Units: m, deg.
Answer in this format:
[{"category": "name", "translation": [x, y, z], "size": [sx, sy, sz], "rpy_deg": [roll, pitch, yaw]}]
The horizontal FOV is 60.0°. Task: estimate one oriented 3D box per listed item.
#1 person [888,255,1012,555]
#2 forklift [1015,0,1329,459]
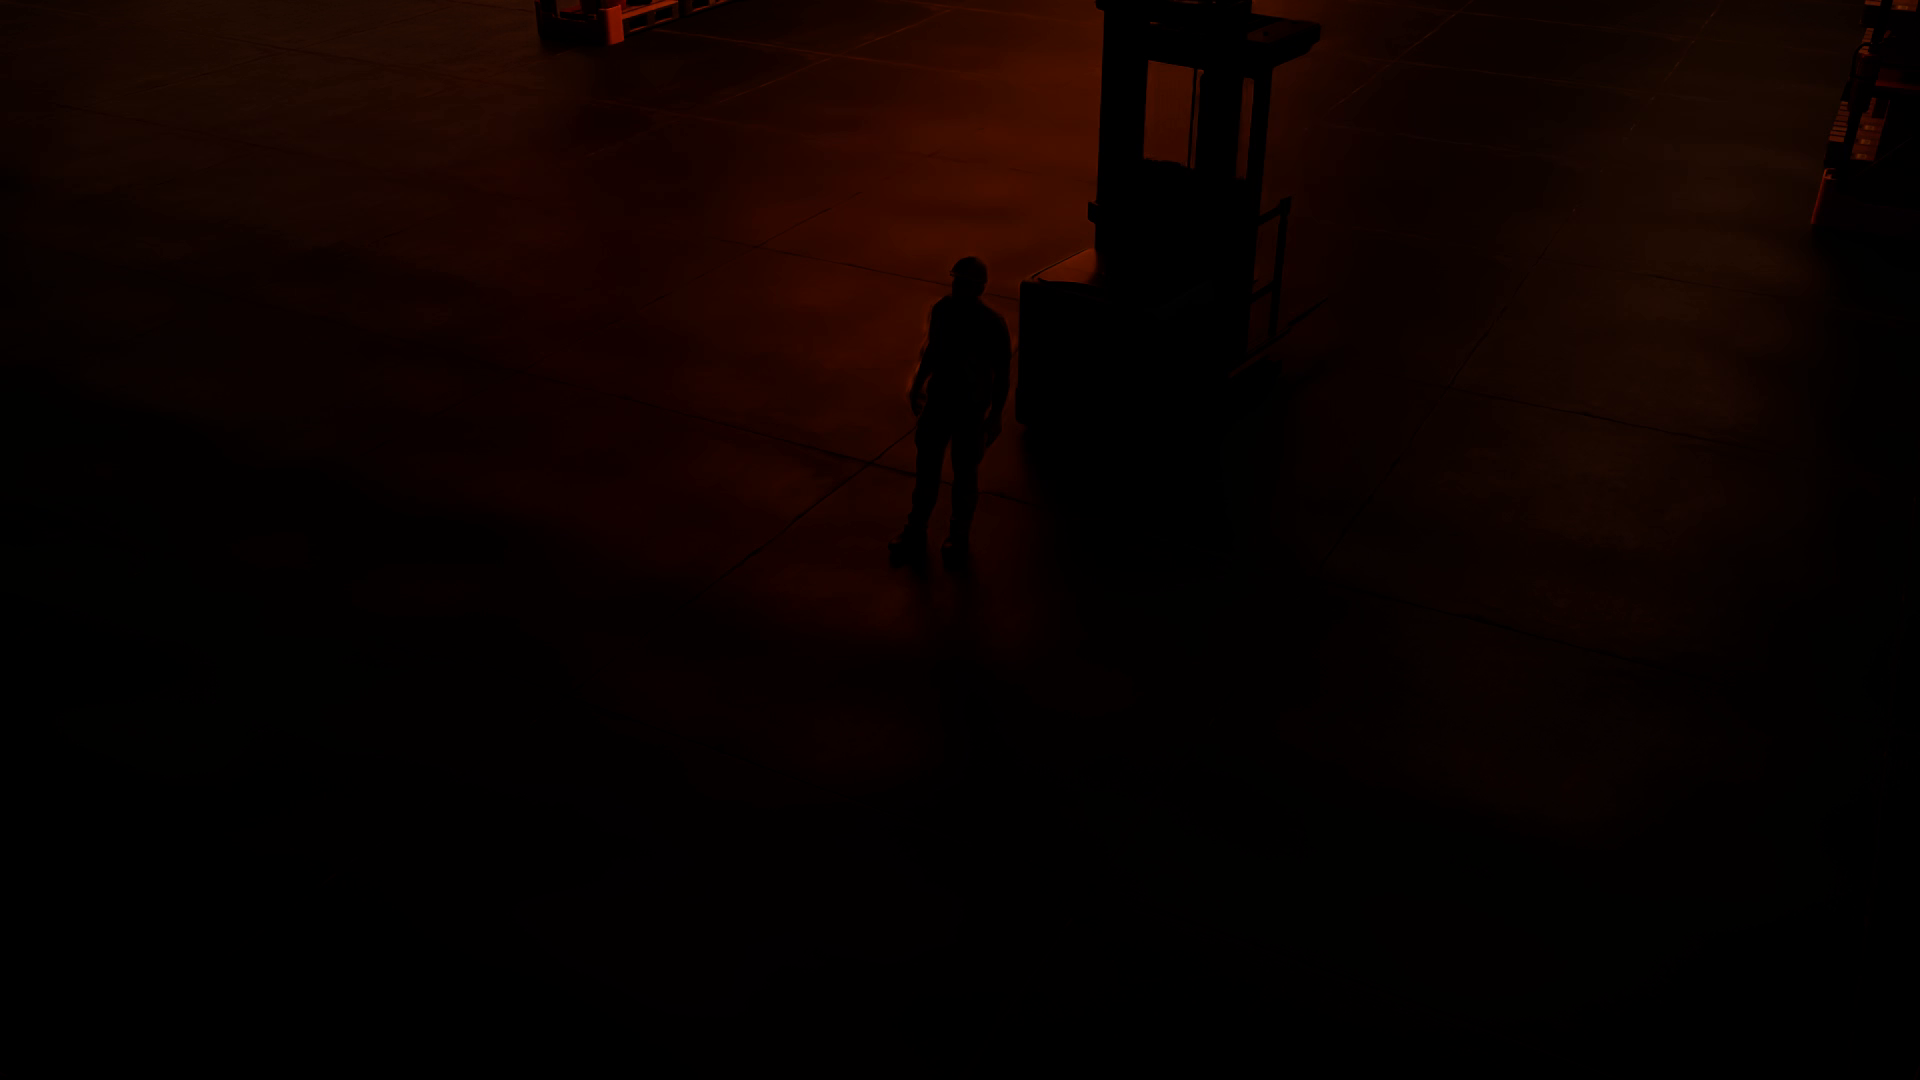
[{"category": "person", "translation": [-0.064, -0.739, 9.485], "size": [0.634, 1.791, 0.590], "rpy_deg": [21, 36, 32]}, {"category": "forklift", "translation": [1.666, -2.468, 11.347], "size": [1.130, 2.935, 3.031], "rpy_deg": [21, 36, 32]}]
